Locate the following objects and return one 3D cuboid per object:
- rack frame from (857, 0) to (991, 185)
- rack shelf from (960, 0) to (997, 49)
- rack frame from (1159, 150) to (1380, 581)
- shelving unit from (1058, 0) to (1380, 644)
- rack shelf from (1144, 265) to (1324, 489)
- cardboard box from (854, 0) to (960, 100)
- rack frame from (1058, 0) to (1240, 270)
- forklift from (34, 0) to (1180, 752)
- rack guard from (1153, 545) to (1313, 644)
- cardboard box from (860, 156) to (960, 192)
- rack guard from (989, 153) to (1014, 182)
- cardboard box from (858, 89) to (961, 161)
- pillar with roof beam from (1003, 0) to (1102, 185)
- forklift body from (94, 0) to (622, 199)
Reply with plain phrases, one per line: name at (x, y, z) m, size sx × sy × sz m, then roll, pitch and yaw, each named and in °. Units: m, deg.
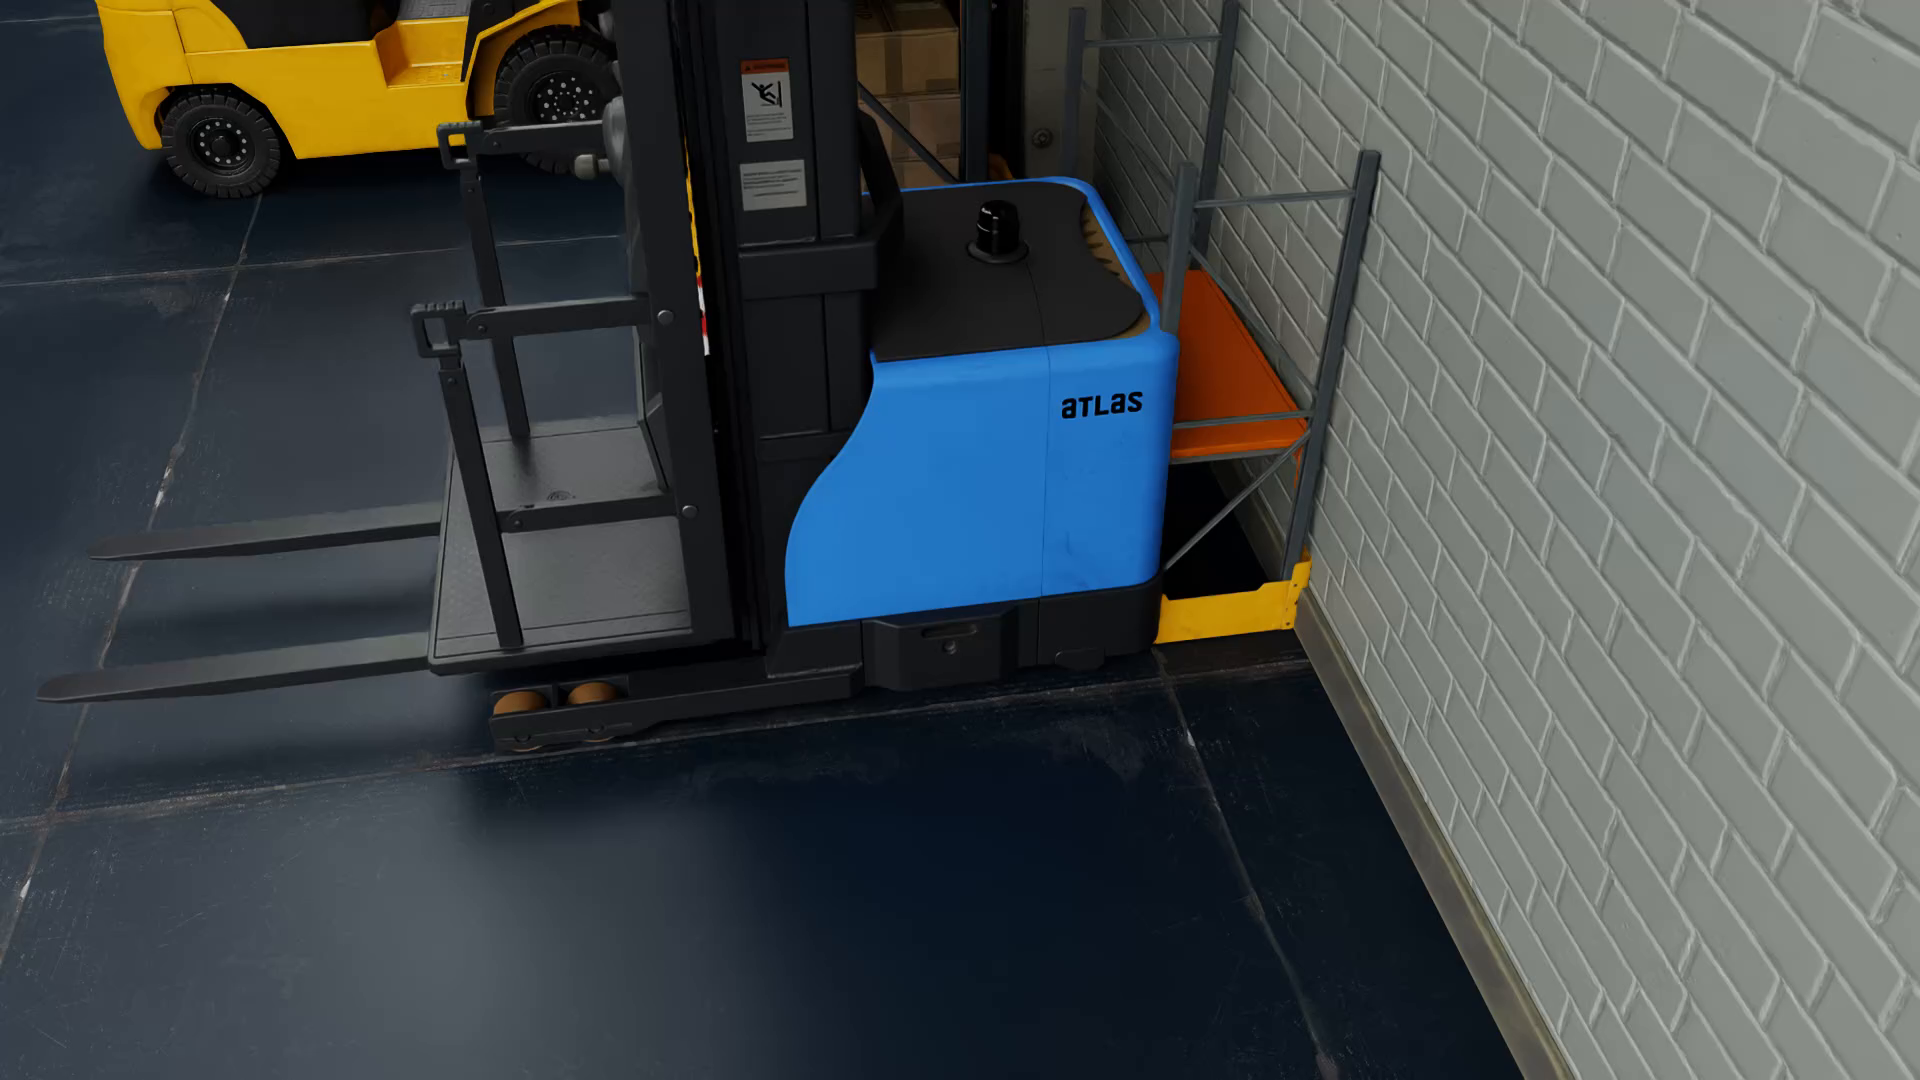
rack frame at (-0.395, -2.119, 5.532) m, size 1.000 × 3.000 × 0.127 m, roll -6°, pitch 38°, yaw -8°
rack shelf at (-0.746, -3.043, 7.308) m, size 1.077 × 0.370 × 4.000 m, roll -6°, pitch 38°, yaw -8°
rack frame at (0.741, -0.317, 4.421) m, size 0.500 × 1.500 × 0.032 m, roll -6°, pitch 39°, yaw -10°
shelving unit at (0.637, -0.631, 4.818) m, size 0.587 × 1.500 × 1.083 m, roll -6°, pitch 39°, yaw -10°
rack shelf at (0.634, -0.484, 4.922) m, size 0.538 × 0.185 × 1.000 m, roll -6°, pitch 39°, yaw -10°
cardboard box at (-0.293, -1.904, 6.340) m, size 0.500 × 0.250 × 0.500 m, roll -7°, pitch 38°, yaw -9°
rack frame at (0.536, -0.934, 5.202) m, size 0.500 × 1.500 × 0.032 m, roll -6°, pitch 39°, yaw -10°
forklift at (-0.996, -0.936, 4.066) m, size 3.031 × 2.935 × 1.130 m, roll -7°, pitch 38°, yaw -8°
rack guard at (0.719, 0.164, 4.820) m, size 0.587 × 0.250 × 0.087 m, roll -6°, pitch 39°, yaw -10°
cardboard box at (-0.289, -1.516, 6.656) m, size 0.500 × 0.250 × 0.500 m, roll -6°, pitch 38°, yaw -8°
rack guard at (-0.391, -1.117, 6.280) m, size 1.175 × 0.500 × 0.348 m, roll -6°, pitch 38°, yaw -8°
cardboard box at (-0.273, -1.702, 6.488) m, size 0.500 × 0.250 × 0.500 m, roll -6°, pitch 38°, yaw -7°
pillar with roof beam at (-3.868, -4.542, 3.762) m, size 9.100 × 9.000 × 0.400 m, roll -6°, pitch 38°, yaw -8°
forklift body at (-2.524, -2.733, 7.014) m, size 2.313 × 2.155 × 1.214 m, roll -6°, pitch 38°, yaw -8°
